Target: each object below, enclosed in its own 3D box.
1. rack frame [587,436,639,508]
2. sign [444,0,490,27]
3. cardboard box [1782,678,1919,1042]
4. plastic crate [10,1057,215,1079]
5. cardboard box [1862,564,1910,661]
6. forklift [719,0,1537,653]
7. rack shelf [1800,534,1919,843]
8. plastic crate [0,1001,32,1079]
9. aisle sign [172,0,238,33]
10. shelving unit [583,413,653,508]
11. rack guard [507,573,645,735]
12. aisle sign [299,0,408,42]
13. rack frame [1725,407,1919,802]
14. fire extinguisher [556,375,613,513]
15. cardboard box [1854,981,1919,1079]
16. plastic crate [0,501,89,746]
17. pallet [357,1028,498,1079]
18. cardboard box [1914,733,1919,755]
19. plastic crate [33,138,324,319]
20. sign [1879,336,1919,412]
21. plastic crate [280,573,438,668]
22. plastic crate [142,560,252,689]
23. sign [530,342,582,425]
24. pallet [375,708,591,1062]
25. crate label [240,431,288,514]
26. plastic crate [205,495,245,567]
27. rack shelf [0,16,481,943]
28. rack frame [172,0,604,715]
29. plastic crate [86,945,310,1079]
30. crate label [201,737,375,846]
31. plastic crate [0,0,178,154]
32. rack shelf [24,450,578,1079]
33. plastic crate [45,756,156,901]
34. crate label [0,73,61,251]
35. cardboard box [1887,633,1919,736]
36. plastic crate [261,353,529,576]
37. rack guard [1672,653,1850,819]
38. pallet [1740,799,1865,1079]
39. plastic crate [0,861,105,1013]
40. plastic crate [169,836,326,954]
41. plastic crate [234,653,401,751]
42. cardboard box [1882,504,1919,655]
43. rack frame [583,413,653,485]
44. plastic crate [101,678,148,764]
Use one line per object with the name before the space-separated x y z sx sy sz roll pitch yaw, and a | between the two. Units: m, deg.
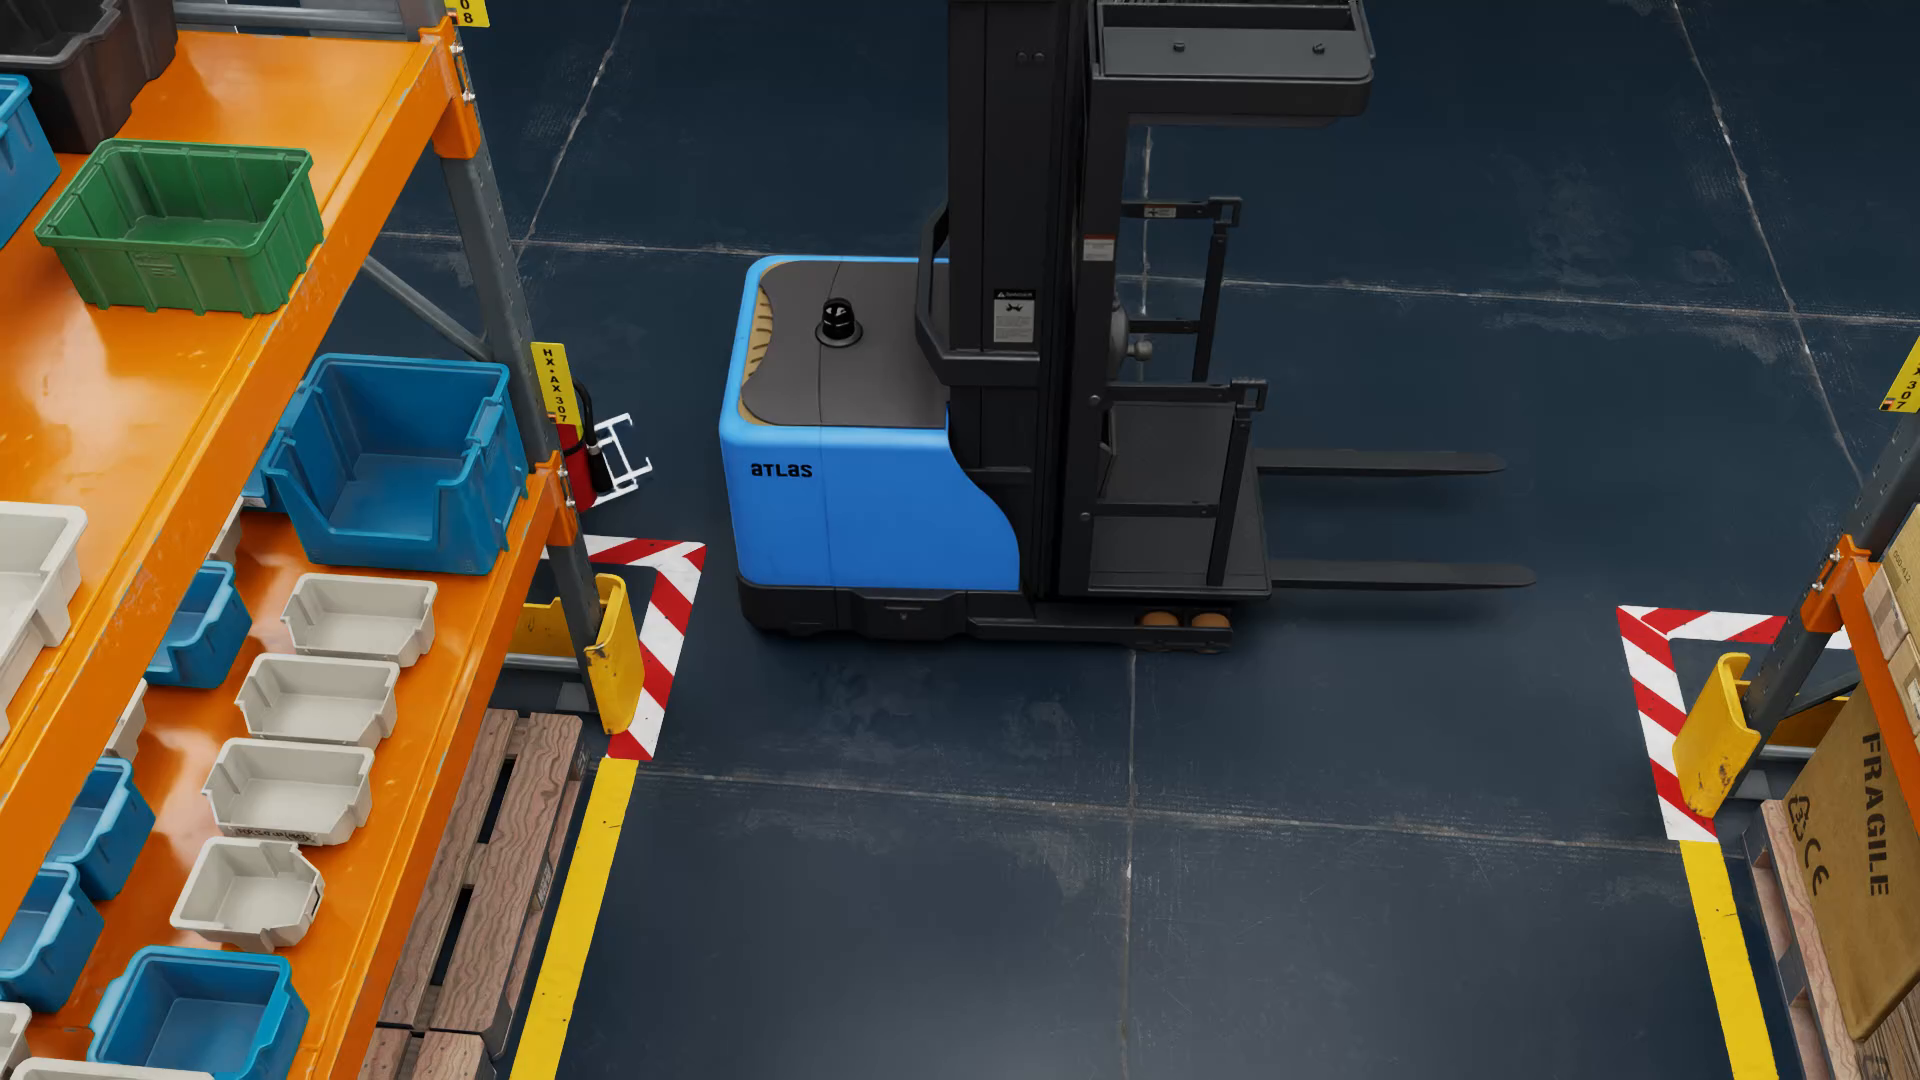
rack frame | -1.902 -0.096 6.706 1.200 0.015 0.240 -24 91 -18
sign | -1.223 -1.393 4.030 0.100 0.325 0.005 4 48 4
cardboard box | 3.182 0.943 5.010 0.875 0.875 0.875 4 48 4
plastic crate | -1.814 1.408 3.469 0.437 0.282 0.530 4 48 4
cardboard box | 2.799 0.215 4.691 0.380 0.149 0.250 4 48 4
forklift | 0.685 -0.958 5.640 3.031 2.935 1.130 1 48 1
rack shelf | 2.978 1.604 3.738 1.077 0.370 4.000 4 48 4
plastic crate | -2.277 1.267 3.697 0.293 0.136 0.466 4 48 4
aisle sign | -2.061 -1.392 4.228 0.394 0.787 0.004 4 48 4
shelving unit | -1.830 -0.124 6.475 1.200 0.503 0.258 -24 91 -18
rack guard | -1.783 0.384 6.060 1.175 0.500 0.348 4 48 4
aisle sign | -1.474 -1.352 4.192 0.394 0.787 0.004 4 48 4
rack frame | 3.160 -0.108 4.816 1.000 3.000 0.127 4 48 4
fire extinguisher | -1.306 -0.370 5.361 0.296 0.674 0.183 4 48 4
cardboard box | 3.099 1.611 4.399 0.875 0.875 0.875 4 48 4
plastic crate | -1.713 0.170 2.707 0.437 0.136 0.530 4 48 4
pallet | -2.000 1.997 4.780 1.003 0.211 1.213 4 48 4
cardboard box | 2.754 0.592 4.346 0.380 0.149 0.250 3 48 3
plastic crate | -1.578 -0.638 3.412 0.450 0.188 0.336 4 48 4
sign | 2.608 -0.469 4.506 0.100 0.325 0.005 4 48 4
plastic crate | -1.666 0.239 4.637 0.396 0.136 0.243 4 48 4
plastic crate | -2.182 0.238 4.573 0.416 0.233 0.300 4 48 4
sign | -1.223 -0.471 5.038 0.100 0.325 0.005 4 48 4
pallet | -1.886 1.103 5.598 1.003 0.211 1.213 4 48 4
crate label | -2.122 -0.246 5.015 0.416 0.233 0.303 4 48 4
plastic crate | -2.234 0.017 4.840 0.250 0.136 0.298 4 48 4
rack shelf | -1.954 0.259 2.935 1.077 0.370 4.000 4 48 4
rack frame | -1.772 -0.441 5.121 1.000 3.000 0.127 4 48 4
plastic crate | -1.704 1.121 3.765 0.416 0.233 0.300 4 48 4
crate label | -1.708 0.657 4.254 0.396 0.136 0.243 4 48 4
plastic crate | -2.085 -1.146 3.821 0.497 0.269 0.590 4 48 4
rack shelf | -1.954 1.271 4.042 1.077 0.370 4.000 4 48 4
plastic crate | -2.242 0.722 4.130 0.416 0.233 0.300 4 48 4
crate label | -2.178 -0.747 3.469 0.408 0.251 0.502 4 48 4
cardboard box | 2.777 0.404 4.518 0.380 0.149 0.250 3 48 3
plastic crate | -1.616 -0.215 4.849 0.616 0.435 0.499 4 48 4
rack guard | 3.163 0.718 5.755 1.175 0.500 0.348 4 48 4
pallet | 3.165 1.426 5.303 1.003 0.211 1.213 4 48 4
plastic crate | -2.270 0.942 3.928 0.416 0.233 0.300 4 48 4
plastic crate | -1.716 0.876 4.054 0.298 0.136 0.250 4 48 4
plastic crate | -1.707 0.451 4.443 0.396 0.136 0.243 4 48 4
cardboard box | 2.848 0.176 4.456 0.500 0.250 0.500 3 48 2
rack frame | -1.758 -0.153 6.243 1.200 0.015 0.240 -24 91 -18
plastic crate | -2.296 0.515 4.384 0.250 0.136 0.298 4 48 4
